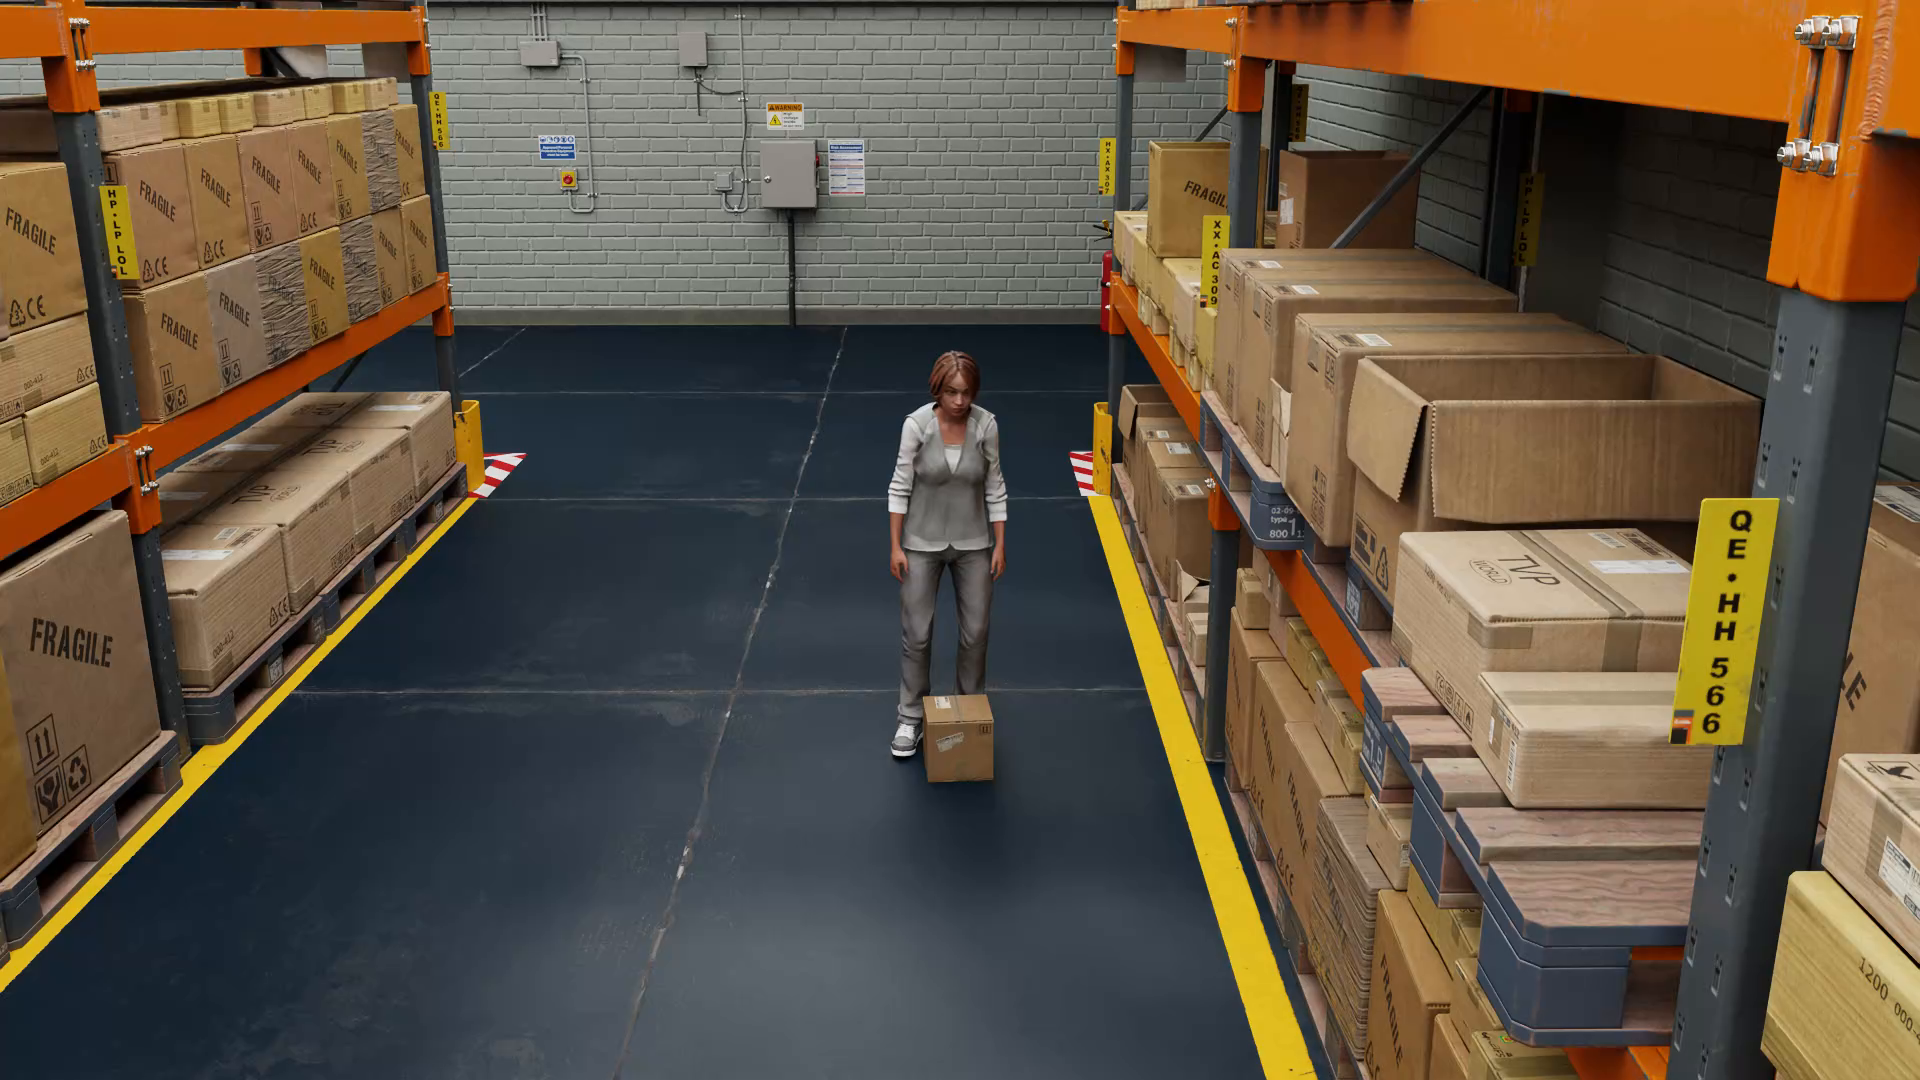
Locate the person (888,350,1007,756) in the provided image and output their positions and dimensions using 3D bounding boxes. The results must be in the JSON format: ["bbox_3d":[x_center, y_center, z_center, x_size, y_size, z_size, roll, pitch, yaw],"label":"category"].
[{"bbox_3d":[-0.047,0.049,6.411,0.469,1.593,0.350,-2,18,-7],"label":"person"}]
